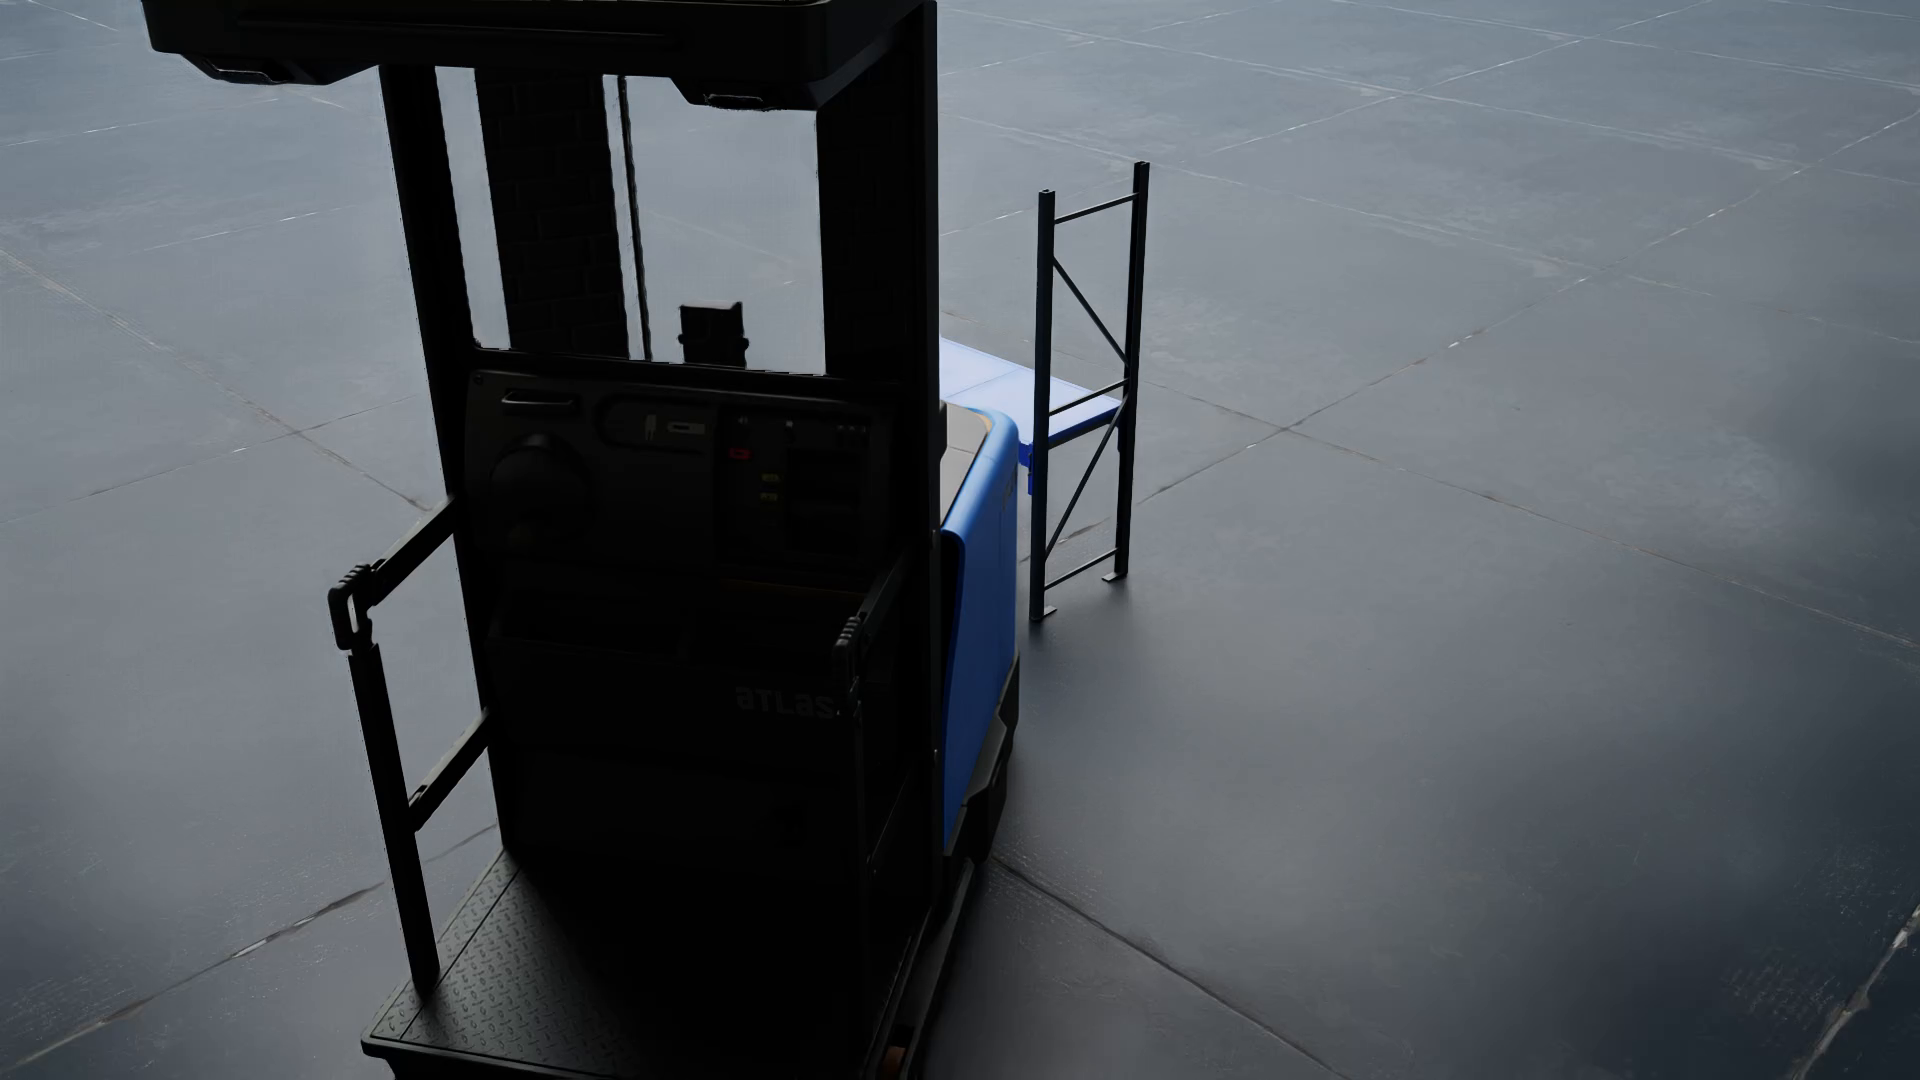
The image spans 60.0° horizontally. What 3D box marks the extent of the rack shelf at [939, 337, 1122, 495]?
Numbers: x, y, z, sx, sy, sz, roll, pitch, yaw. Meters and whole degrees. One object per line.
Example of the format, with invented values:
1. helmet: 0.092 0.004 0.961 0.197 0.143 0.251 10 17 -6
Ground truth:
1. rack shelf: 0.061 -0.477 5.932 1.000 0.185 0.538 25 36 38

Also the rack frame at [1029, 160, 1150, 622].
1. rack frame: 0.423 -0.470 5.533 0.032 1.500 0.500 25 36 38

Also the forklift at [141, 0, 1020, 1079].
1. forklift: -0.634 -0.093 3.278 1.130 2.935 3.031 6 28 11

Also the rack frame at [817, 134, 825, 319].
1. rack frame: -0.302 -0.802 6.163 0.032 1.500 0.500 25 36 38

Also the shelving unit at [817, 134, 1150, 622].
1. shelving unit: 0.061 -0.636 5.848 1.048 1.500 0.538 25 36 38
